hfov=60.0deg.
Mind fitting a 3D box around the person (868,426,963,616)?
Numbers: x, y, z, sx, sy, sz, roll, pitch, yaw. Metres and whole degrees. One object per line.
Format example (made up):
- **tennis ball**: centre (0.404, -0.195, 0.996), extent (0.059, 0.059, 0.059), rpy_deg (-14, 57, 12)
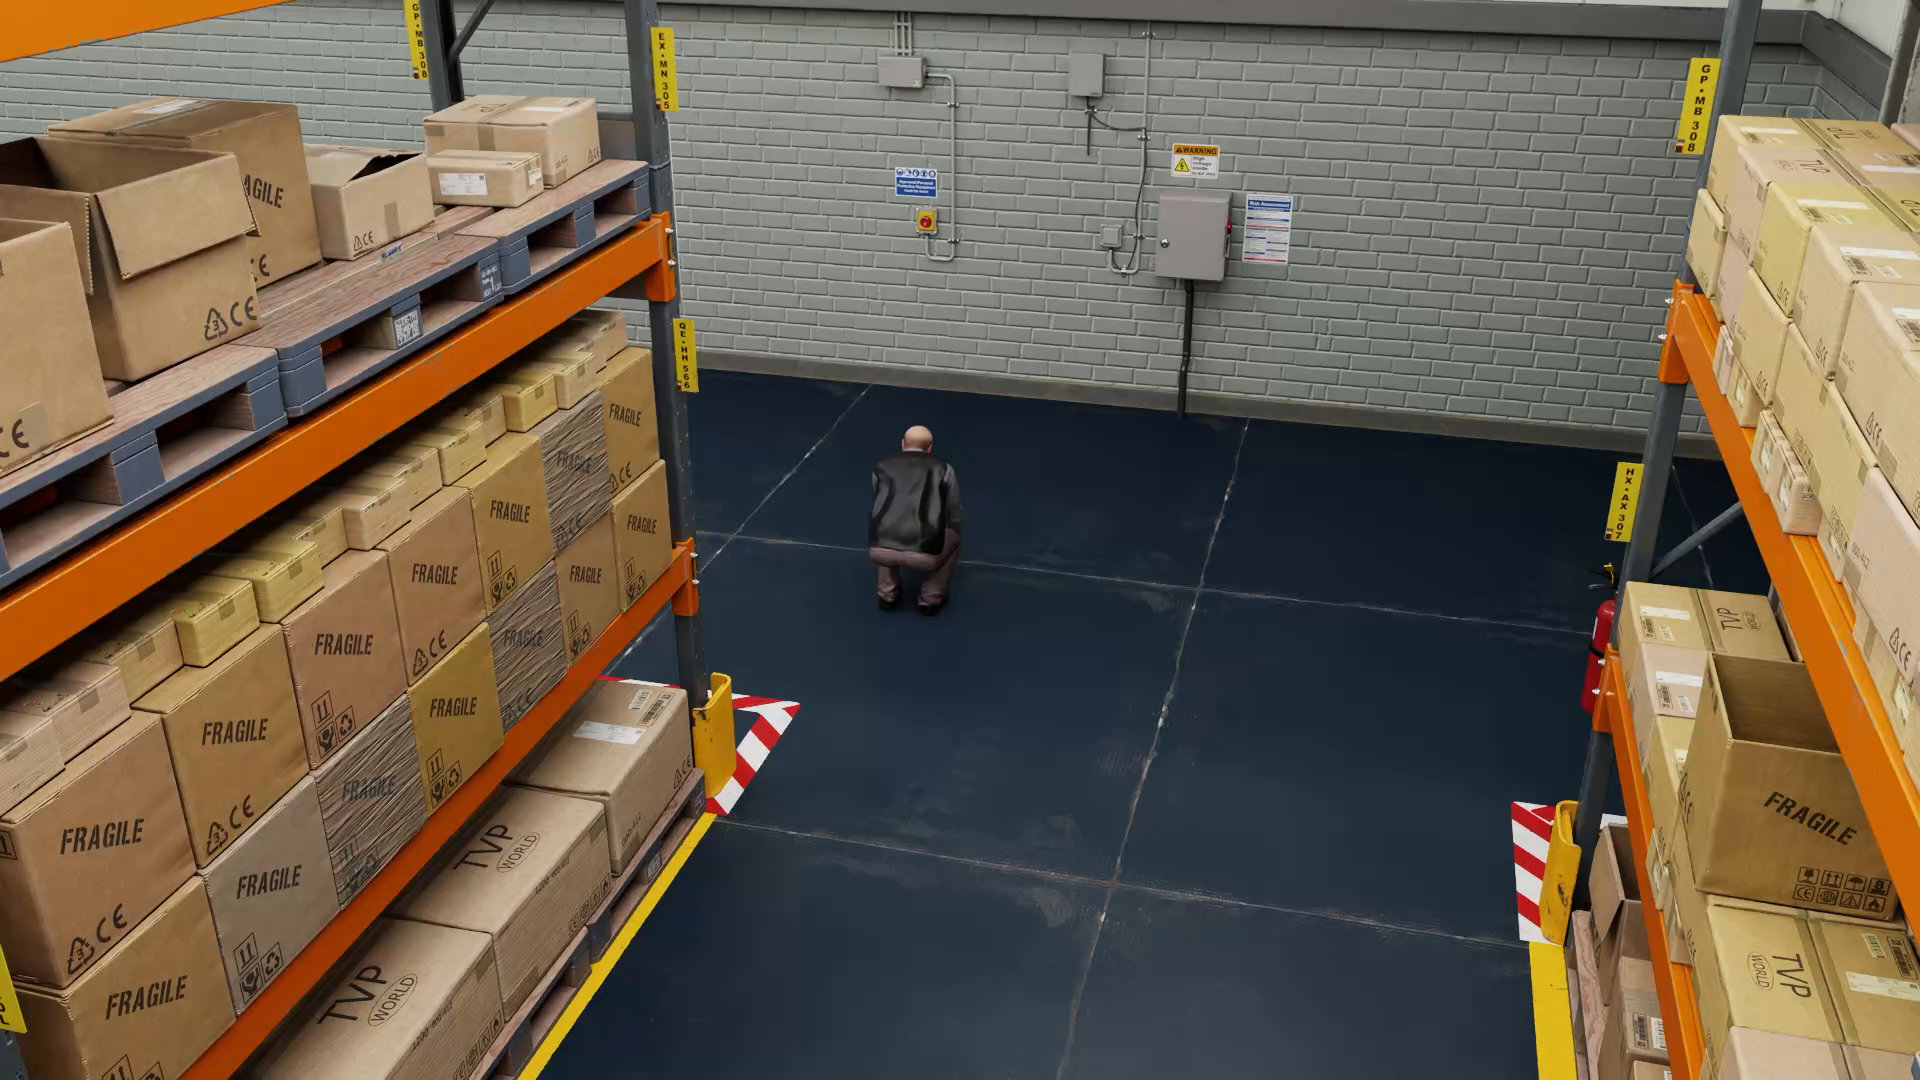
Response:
- **person**: centre (-0.269, -0.117, 9.786), extent (0.541, 0.966, 0.859), rpy_deg (6, 26, 13)
